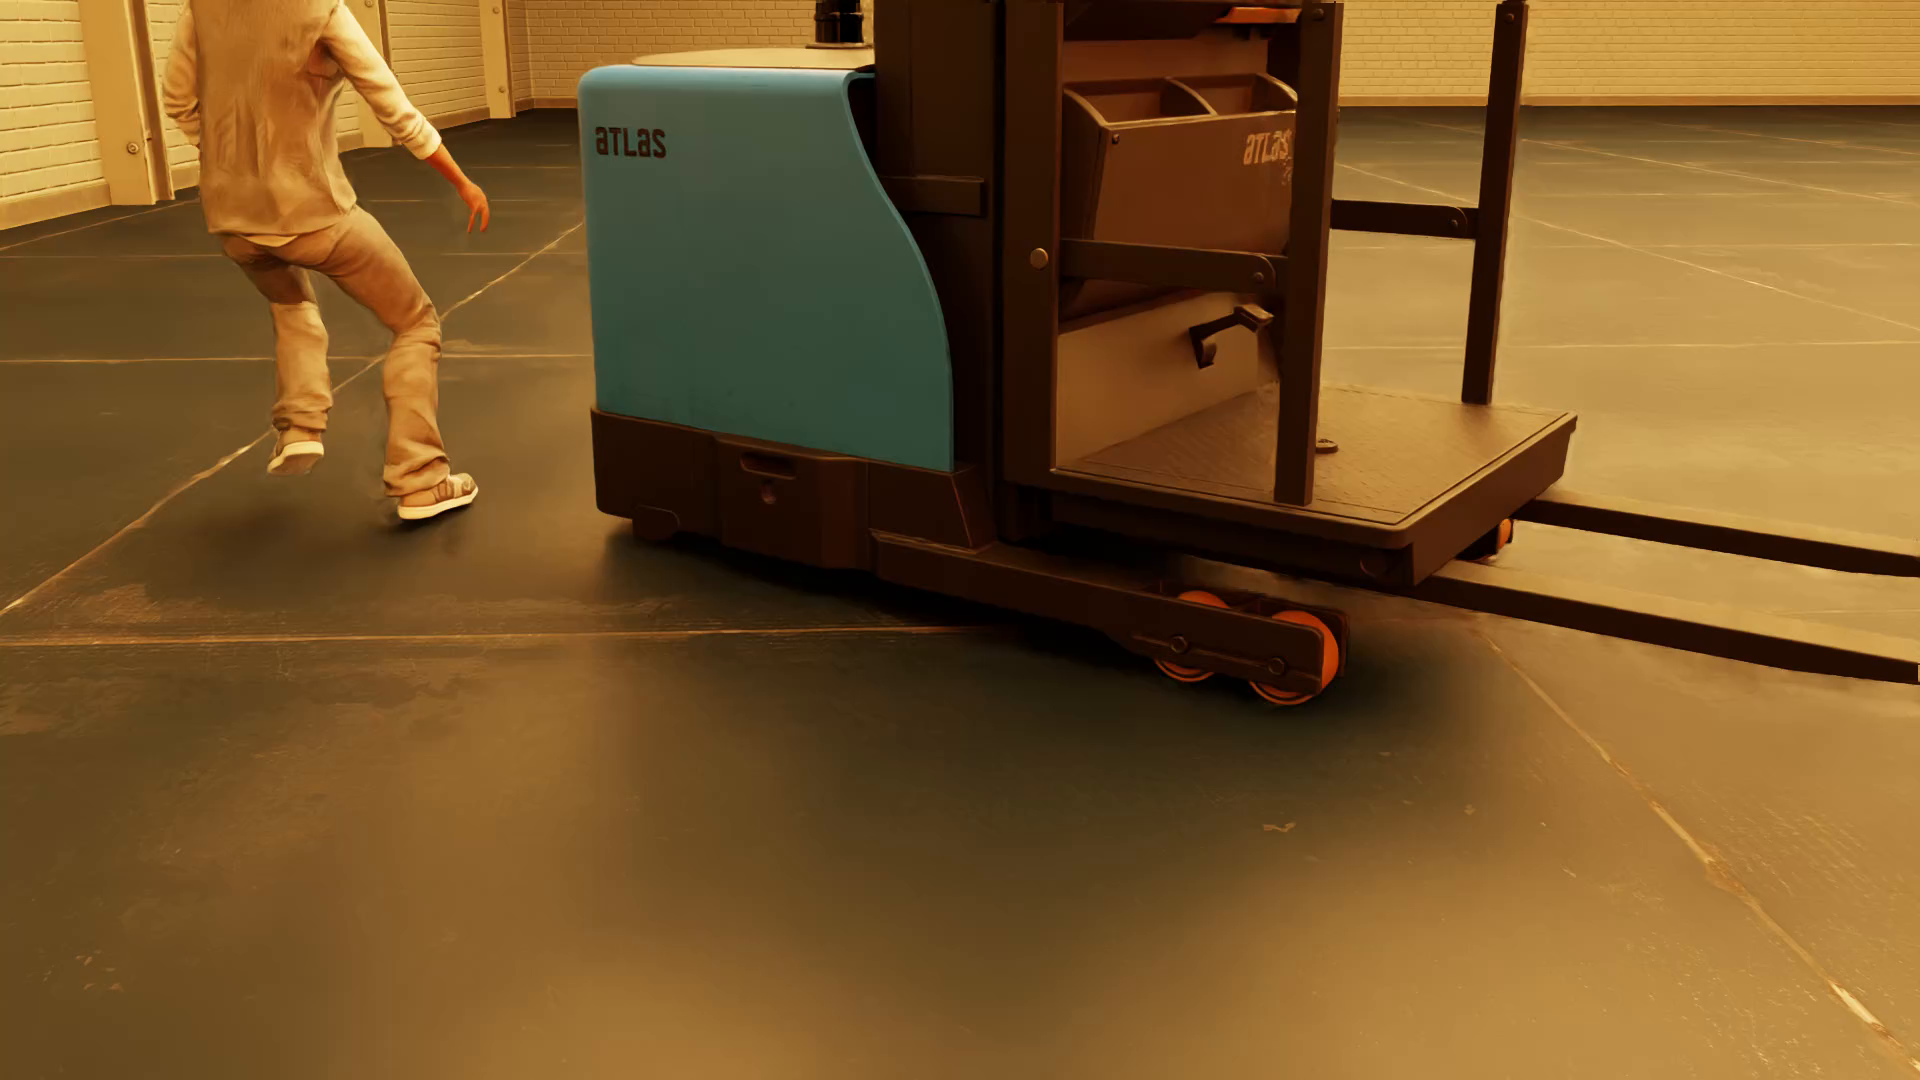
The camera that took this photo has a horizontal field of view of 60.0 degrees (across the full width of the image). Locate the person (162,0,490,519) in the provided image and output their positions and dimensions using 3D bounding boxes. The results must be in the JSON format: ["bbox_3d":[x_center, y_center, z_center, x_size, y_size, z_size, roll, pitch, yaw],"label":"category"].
[{"bbox_3d":[-1.509,-0.803,3.944,0.629,1.493,0.494,4,17,13],"label":"person"}]

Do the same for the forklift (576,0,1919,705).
[{"bbox_3d":[0.642,-1.284,3.106,3.031,2.935,1.130,11,20,33],"label":"forklift"}]
